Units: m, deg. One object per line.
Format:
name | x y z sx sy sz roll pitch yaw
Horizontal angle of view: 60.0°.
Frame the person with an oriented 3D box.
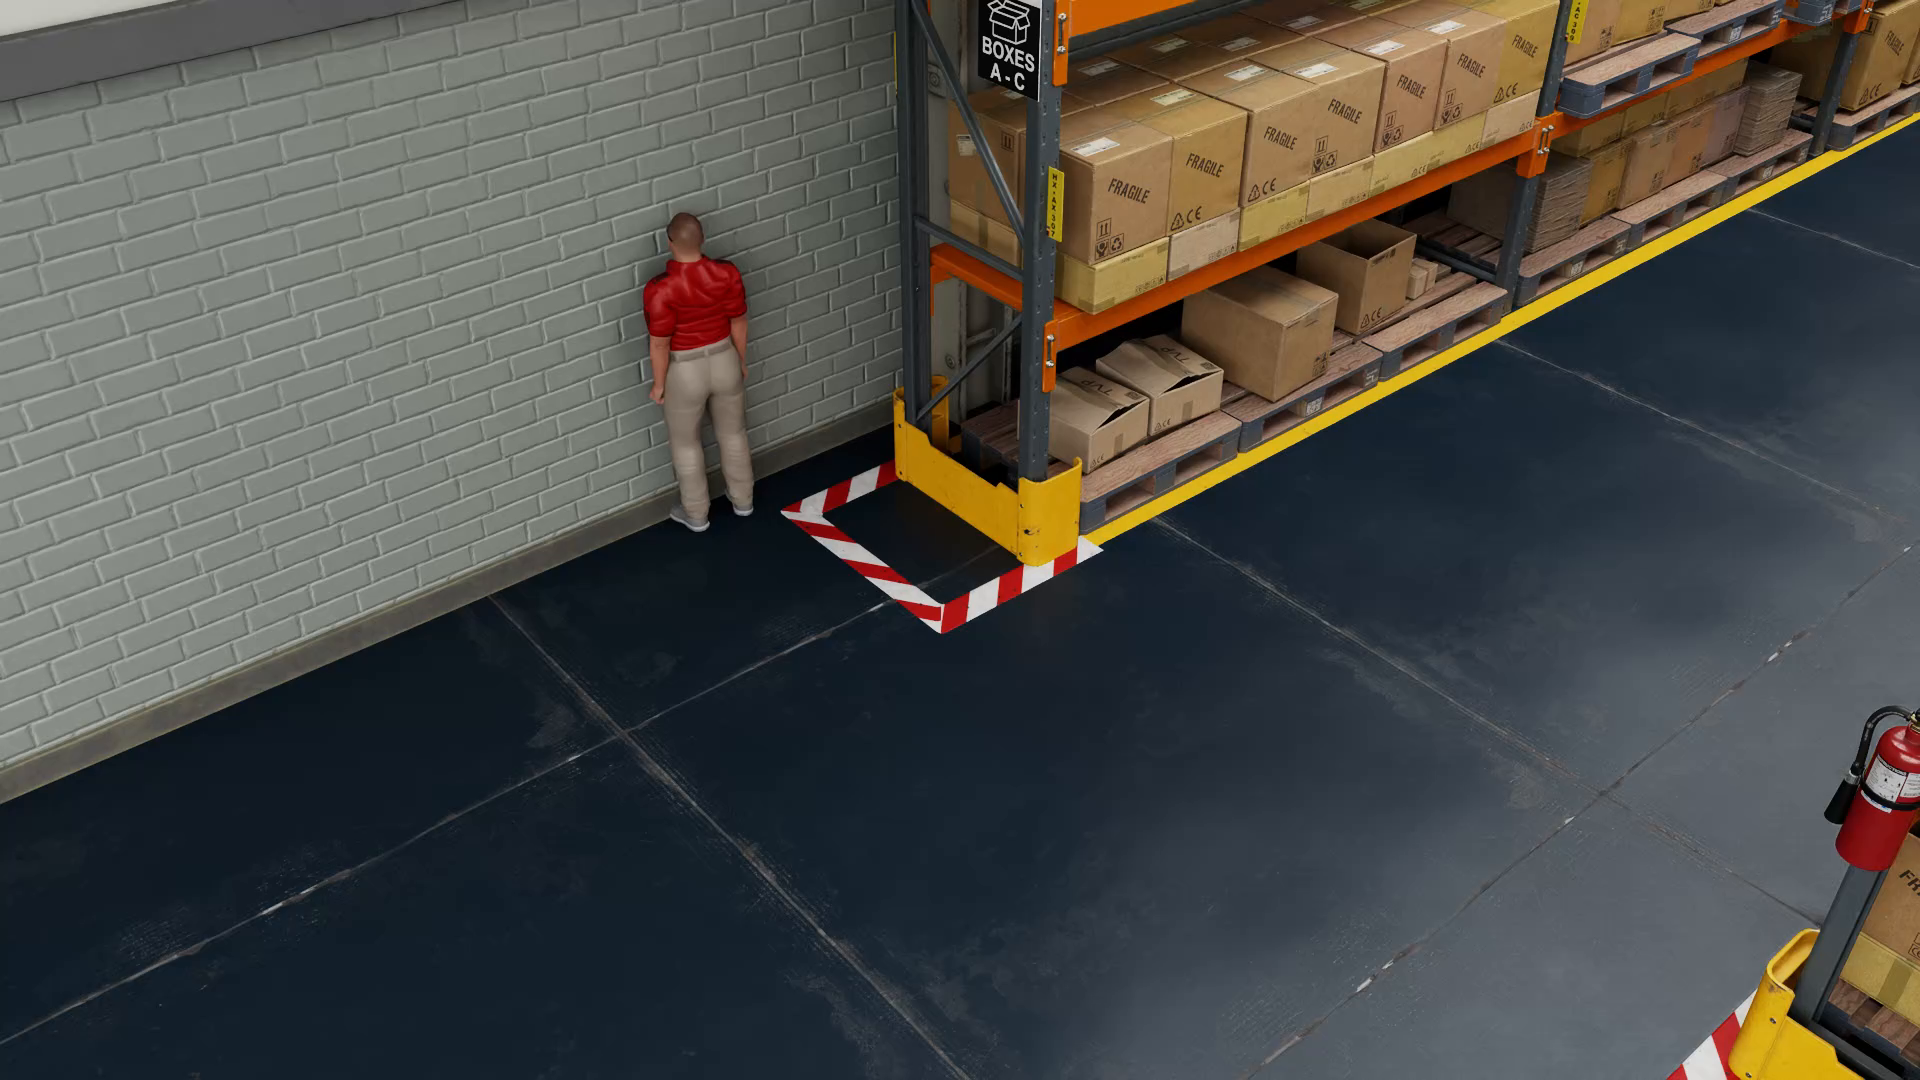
person | -1.306 -0.840 8.265 0.519 1.728 0.379 -19 40 -25
